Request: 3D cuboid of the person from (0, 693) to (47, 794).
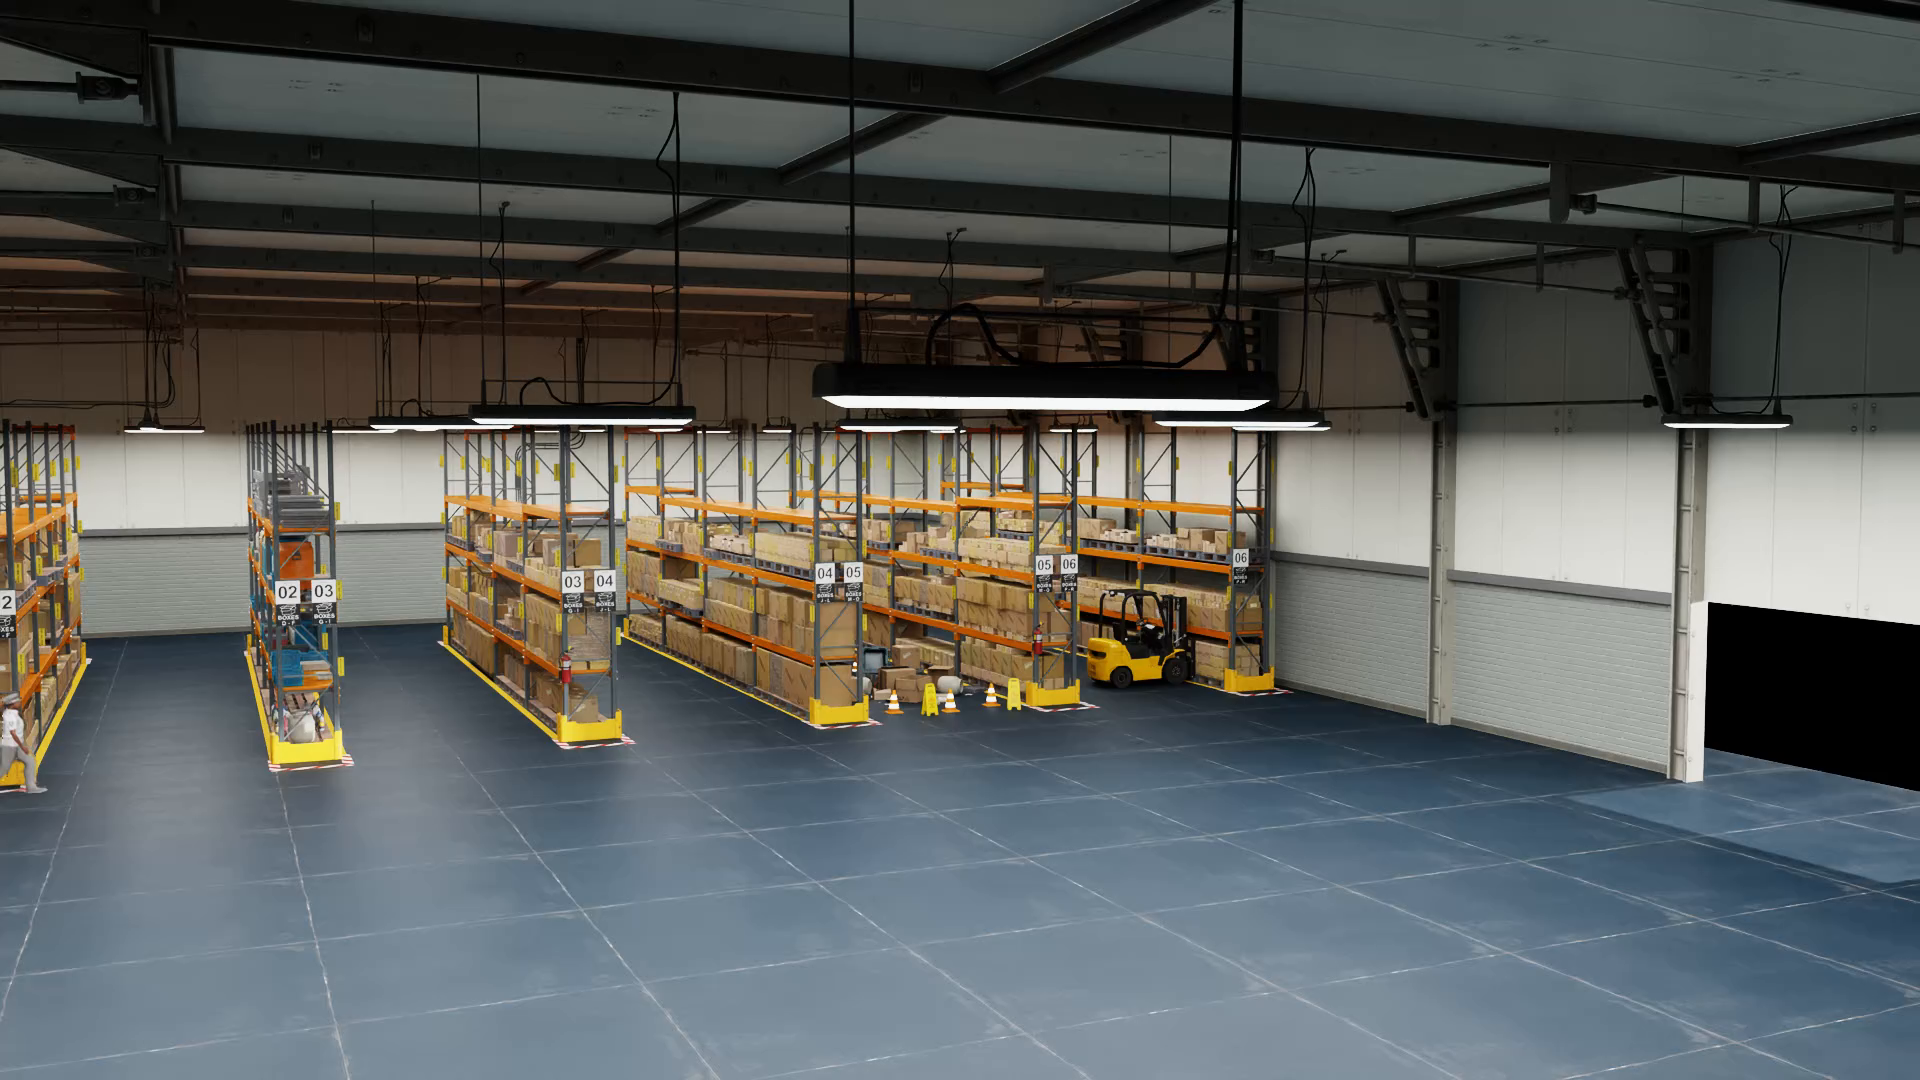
[{"bbox_3d":[-15.086,3.244,26.409,0.962,1.620,0.435,-1,4,-14],"label":"person"}]
